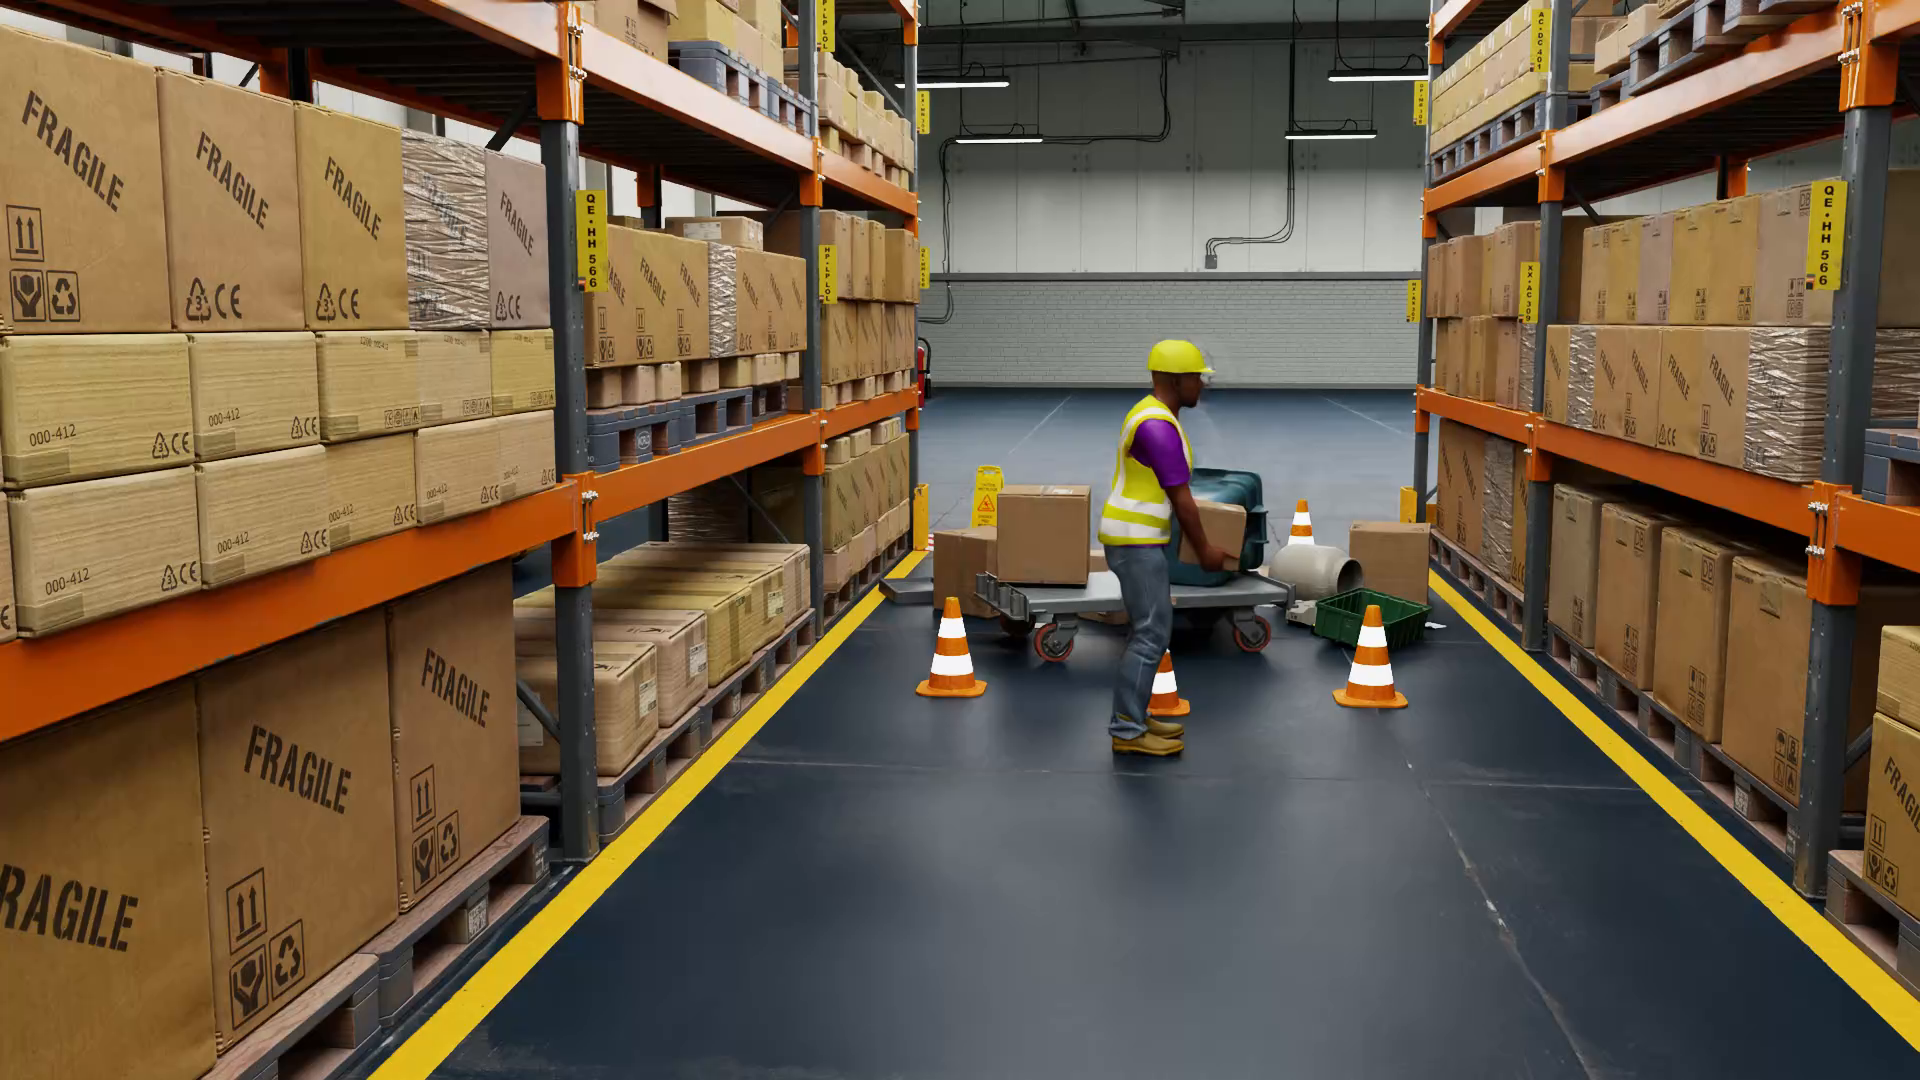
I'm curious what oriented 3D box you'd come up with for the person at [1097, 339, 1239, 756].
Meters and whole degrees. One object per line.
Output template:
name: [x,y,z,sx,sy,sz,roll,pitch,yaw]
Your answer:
person: [0.884,0.022,7.104,0.593,1.746,0.501,1,8,5]
